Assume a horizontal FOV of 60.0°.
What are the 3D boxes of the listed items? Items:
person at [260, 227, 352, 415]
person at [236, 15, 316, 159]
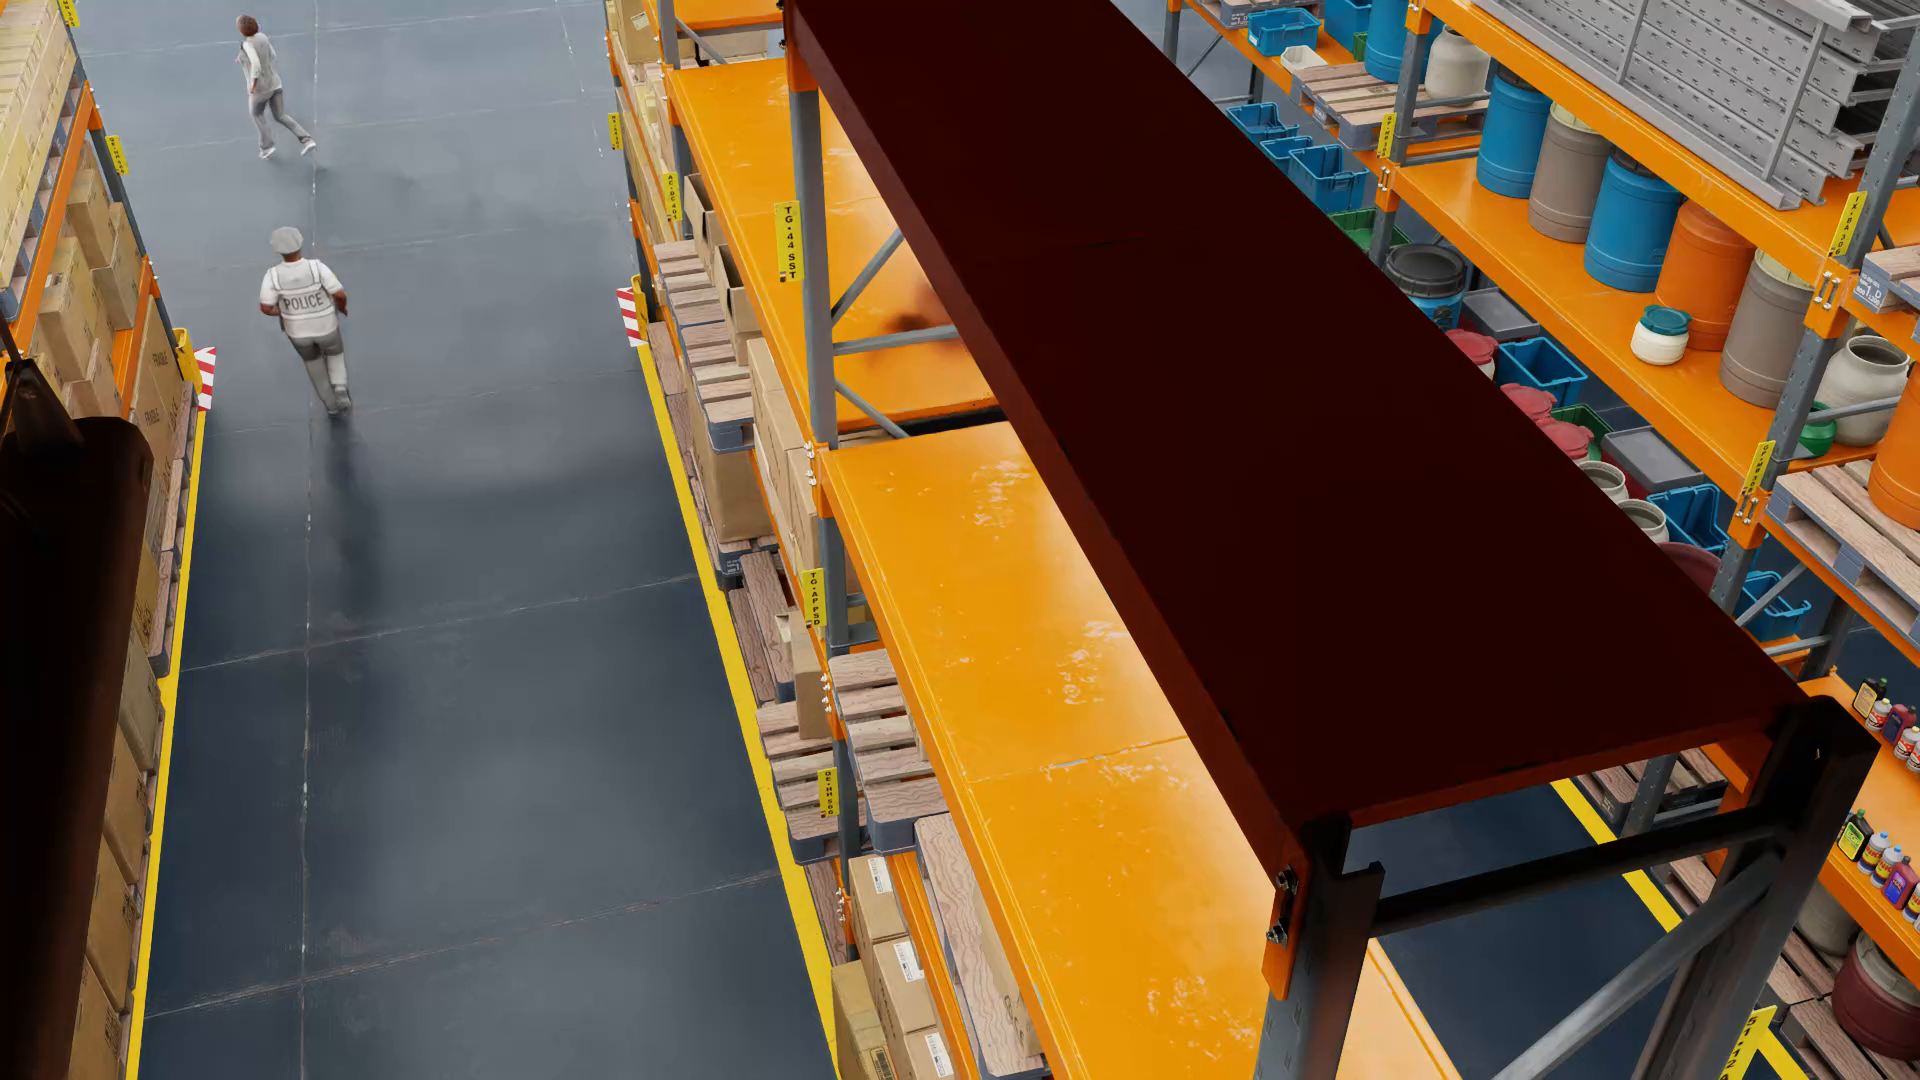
[{"bbox_3d":[-5.331,-1.758,13.664,0.667,1.744,0.599,-12,40,-15],"label":"person"},{"bbox_3d":[-7.262,-4.715,17.517,0.826,1.641,0.569,12,40,15],"label":"person"}]
